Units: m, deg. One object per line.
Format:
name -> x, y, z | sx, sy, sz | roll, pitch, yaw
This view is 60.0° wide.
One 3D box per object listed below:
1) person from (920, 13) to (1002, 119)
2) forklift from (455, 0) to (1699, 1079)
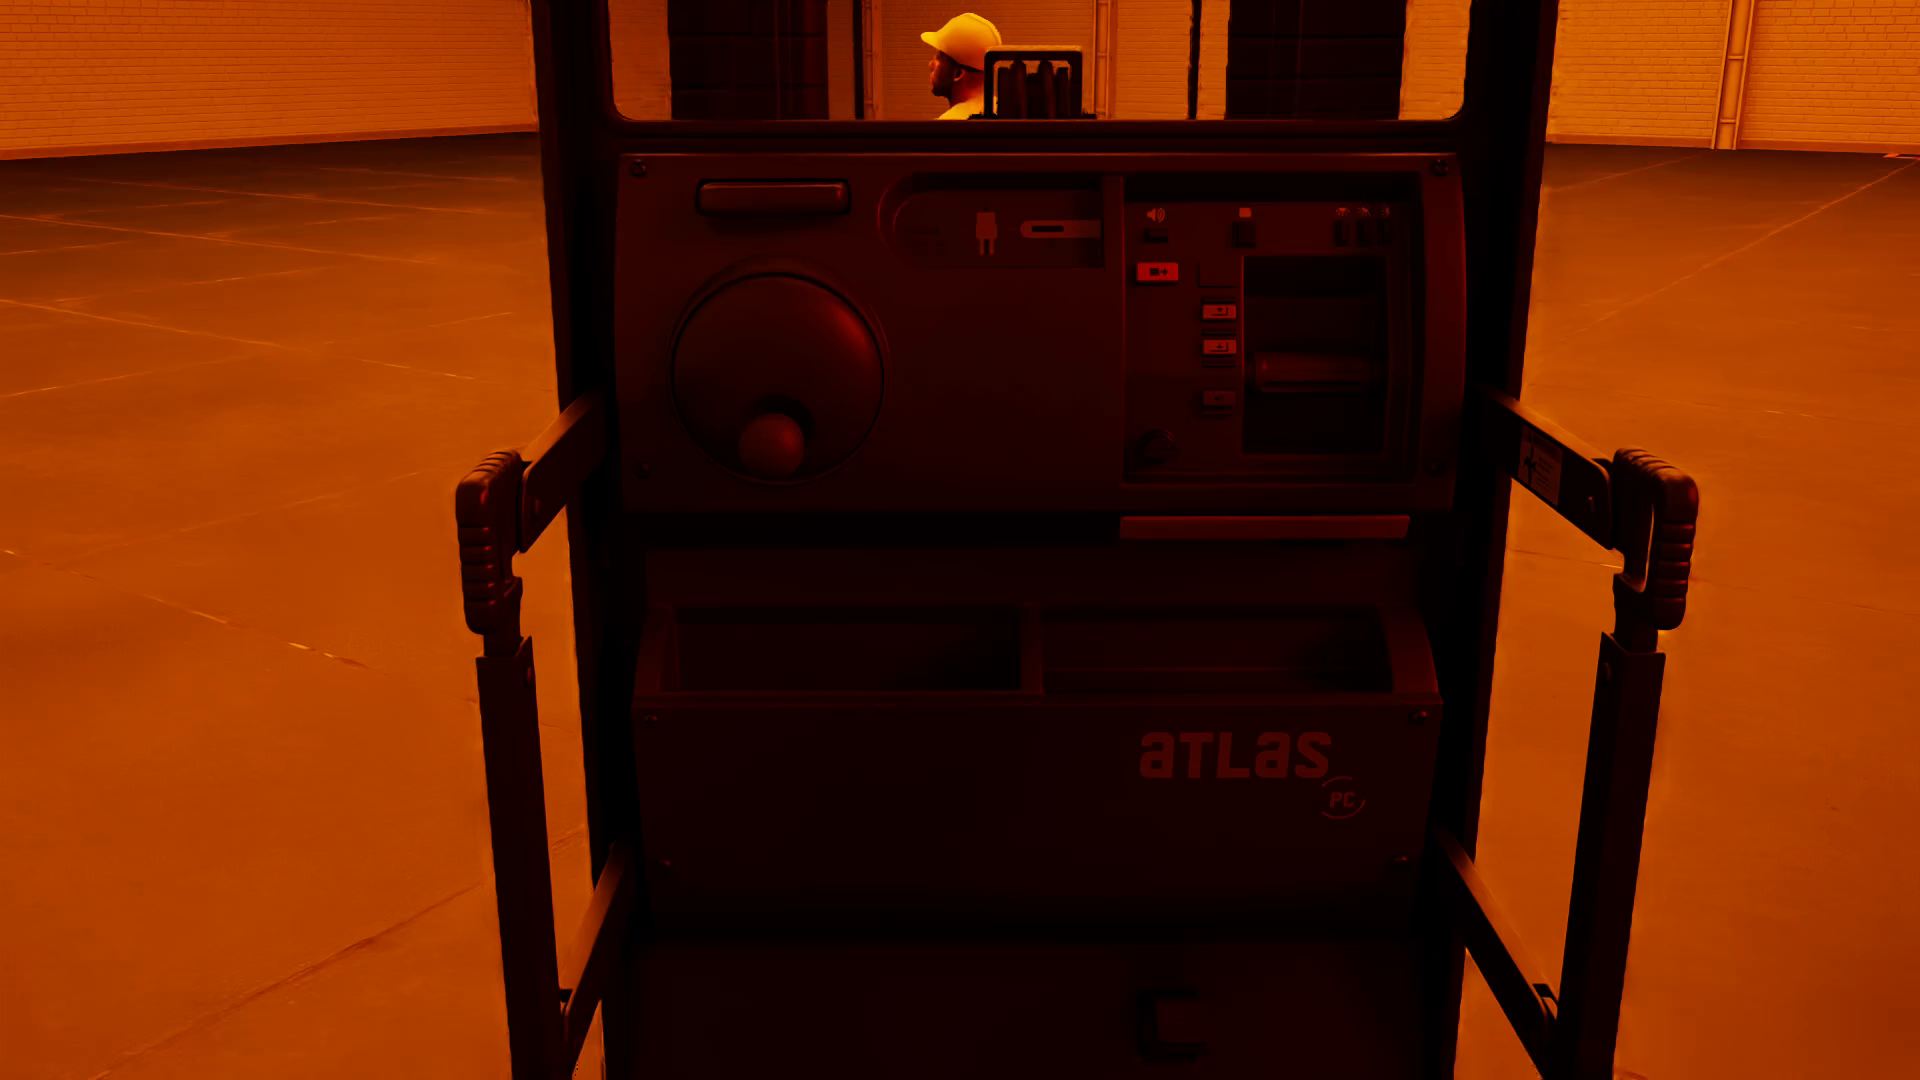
person -> -0.061, -0.879, 5.743 | 0.562, 1.789, 0.638 | 11, 20, 33
forklift -> 0.093, -0.239, 1.631 | 1.130, 2.935, 3.031 | 0, 17, -1
